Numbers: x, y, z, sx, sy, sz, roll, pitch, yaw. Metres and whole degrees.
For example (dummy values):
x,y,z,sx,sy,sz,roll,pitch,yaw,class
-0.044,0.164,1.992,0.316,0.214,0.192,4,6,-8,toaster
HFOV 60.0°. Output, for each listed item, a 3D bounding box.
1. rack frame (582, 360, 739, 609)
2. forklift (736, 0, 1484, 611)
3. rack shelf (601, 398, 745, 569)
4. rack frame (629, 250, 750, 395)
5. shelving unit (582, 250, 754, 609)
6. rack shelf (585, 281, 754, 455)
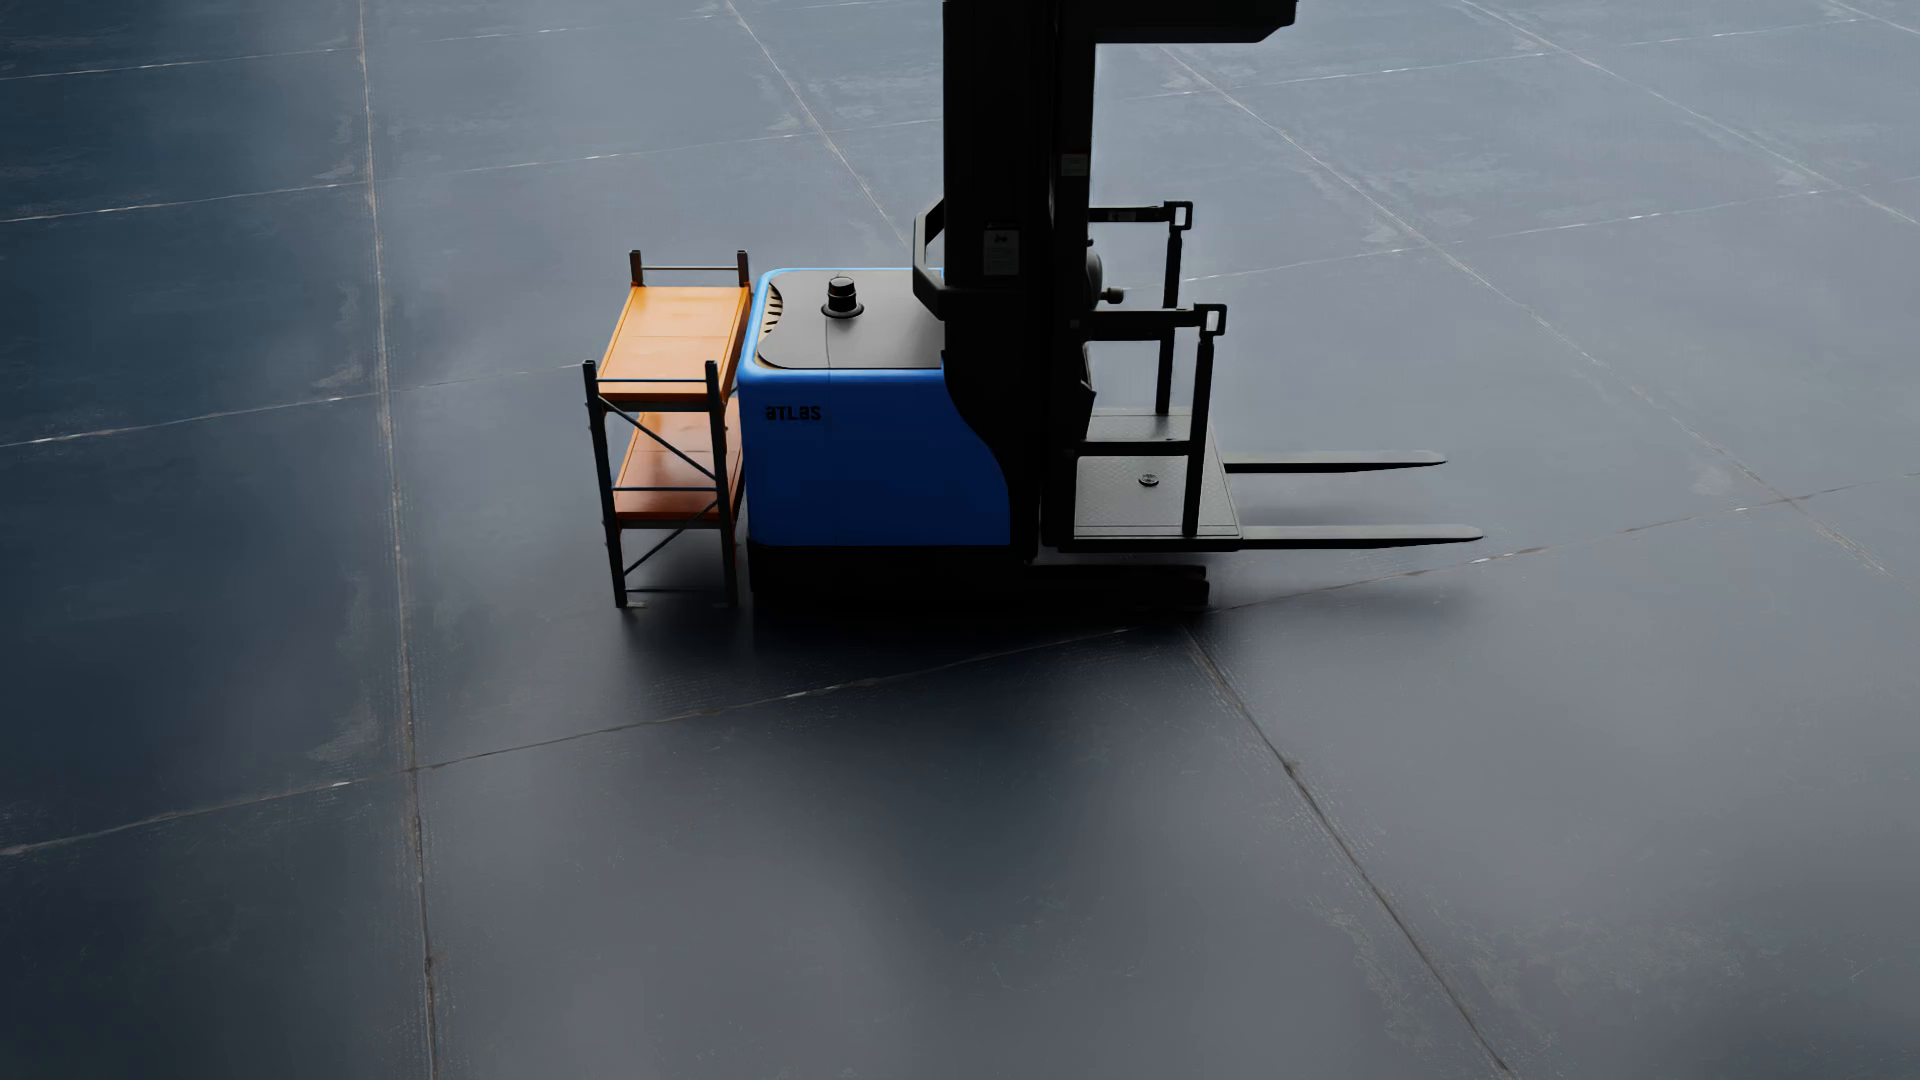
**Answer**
x,y,z,sx,sy,sz,roll,pitch,yaw,class
-1.161,-0.197,6.528,0.500,1.125,0.032,0,33,0,rack frame
0.647,-1.226,6.447,3.031,2.935,1.130,0,33,0,forklift
-1.158,-0.274,7.087,0.538,0.278,1.000,0,33,0,rack shelf
-1.154,-0.758,7.376,0.500,1.125,0.032,0,33,0,rack frame
-1.158,-0.478,6.952,0.538,1.125,1.048,0,33,0,shelving unit
-1.158,-0.722,6.791,0.538,0.278,1.000,0,33,0,rack shelf
